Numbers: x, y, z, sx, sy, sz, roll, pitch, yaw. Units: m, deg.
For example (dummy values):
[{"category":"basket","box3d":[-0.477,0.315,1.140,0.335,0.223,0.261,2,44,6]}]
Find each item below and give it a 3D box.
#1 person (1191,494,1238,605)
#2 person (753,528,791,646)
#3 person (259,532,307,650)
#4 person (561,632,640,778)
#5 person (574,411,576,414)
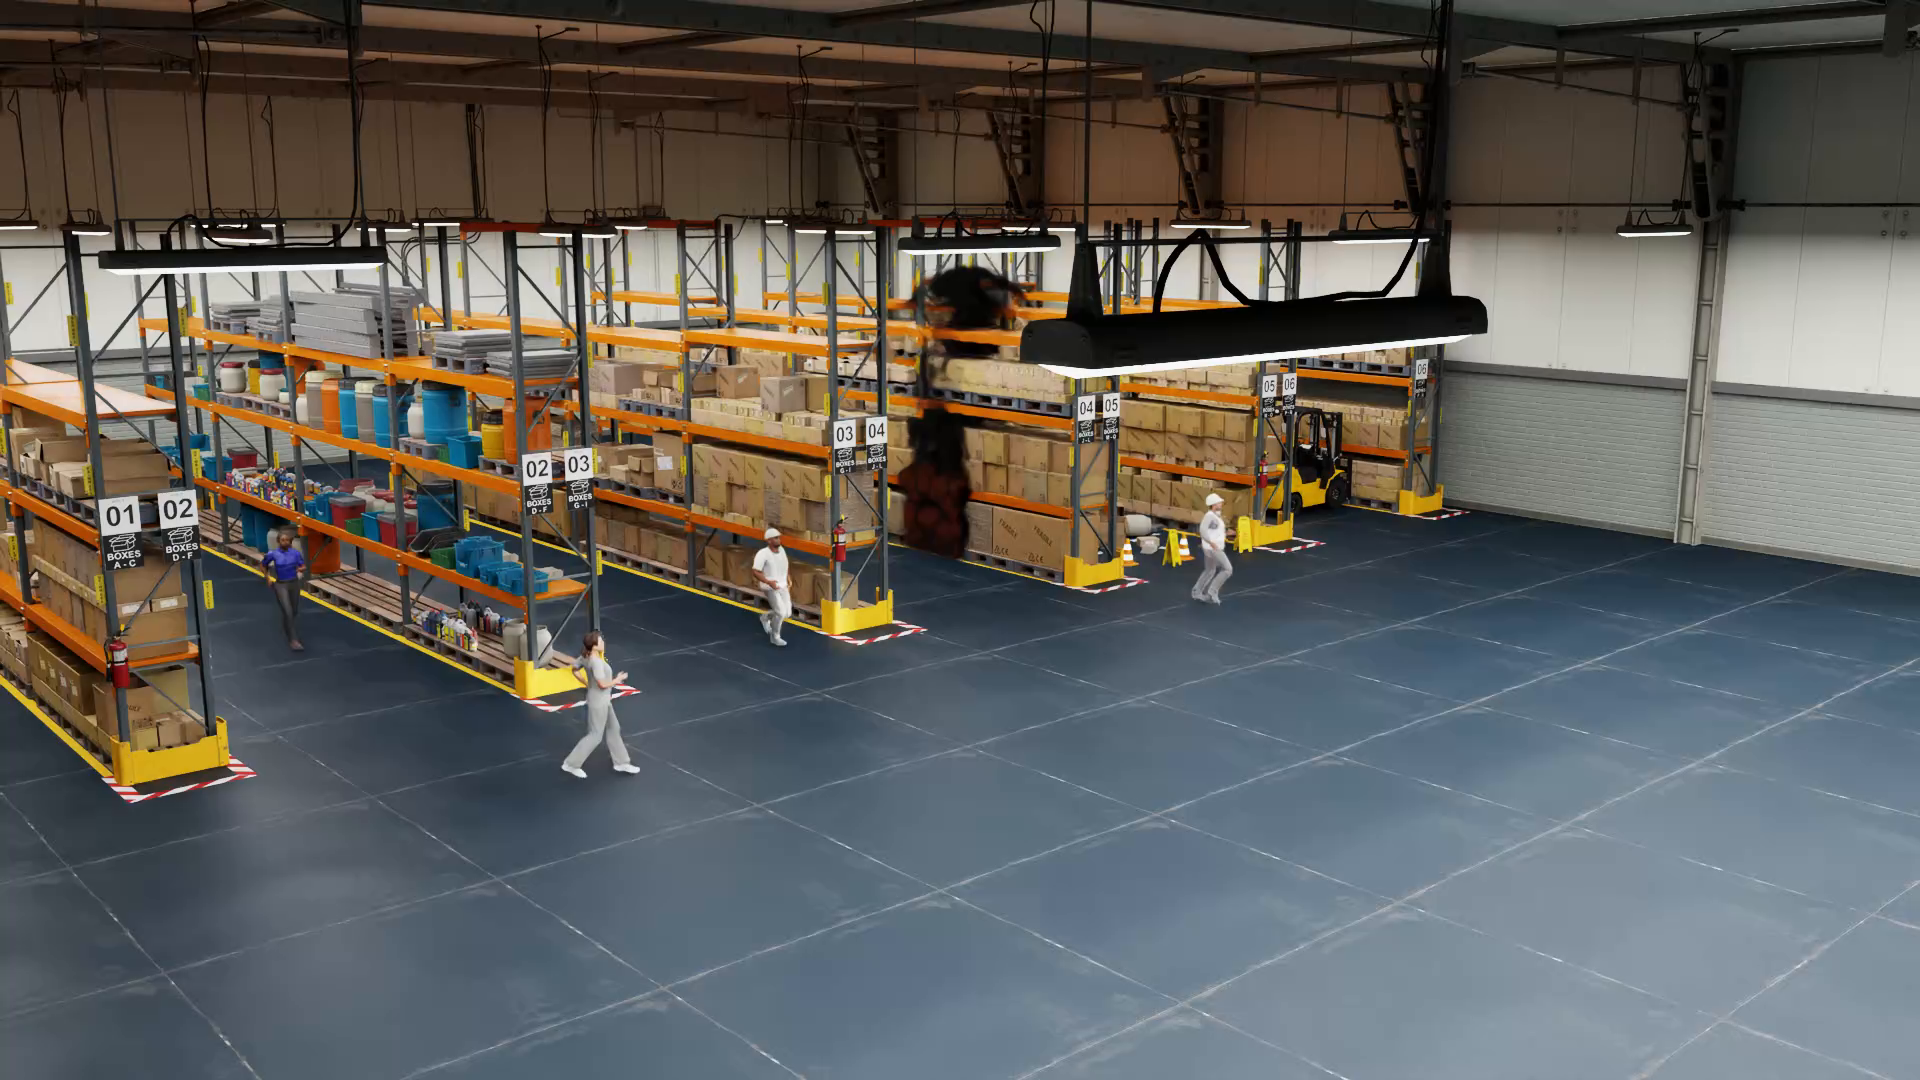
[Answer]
[{"category":"person","box3d":[4.096,0.147,26.721,0.726,1.789,0.633,1,11,5]},{"category":"person","box3d":[-2.737,0.666,24.199,0.612,1.717,0.727,7,14,32]},{"category":"person","box3d":[-9.761,0.706,24.114,0.570,1.645,0.929,-11,16,-43]},{"category":"person","box3d":[-4.010,1.833,18.436,0.884,1.685,0.559,-5,12,-21]},{"category":"person","box3d":[-8.905,-2.125,37.987,0.718,1.761,0.602,-5,12,-23]}]
